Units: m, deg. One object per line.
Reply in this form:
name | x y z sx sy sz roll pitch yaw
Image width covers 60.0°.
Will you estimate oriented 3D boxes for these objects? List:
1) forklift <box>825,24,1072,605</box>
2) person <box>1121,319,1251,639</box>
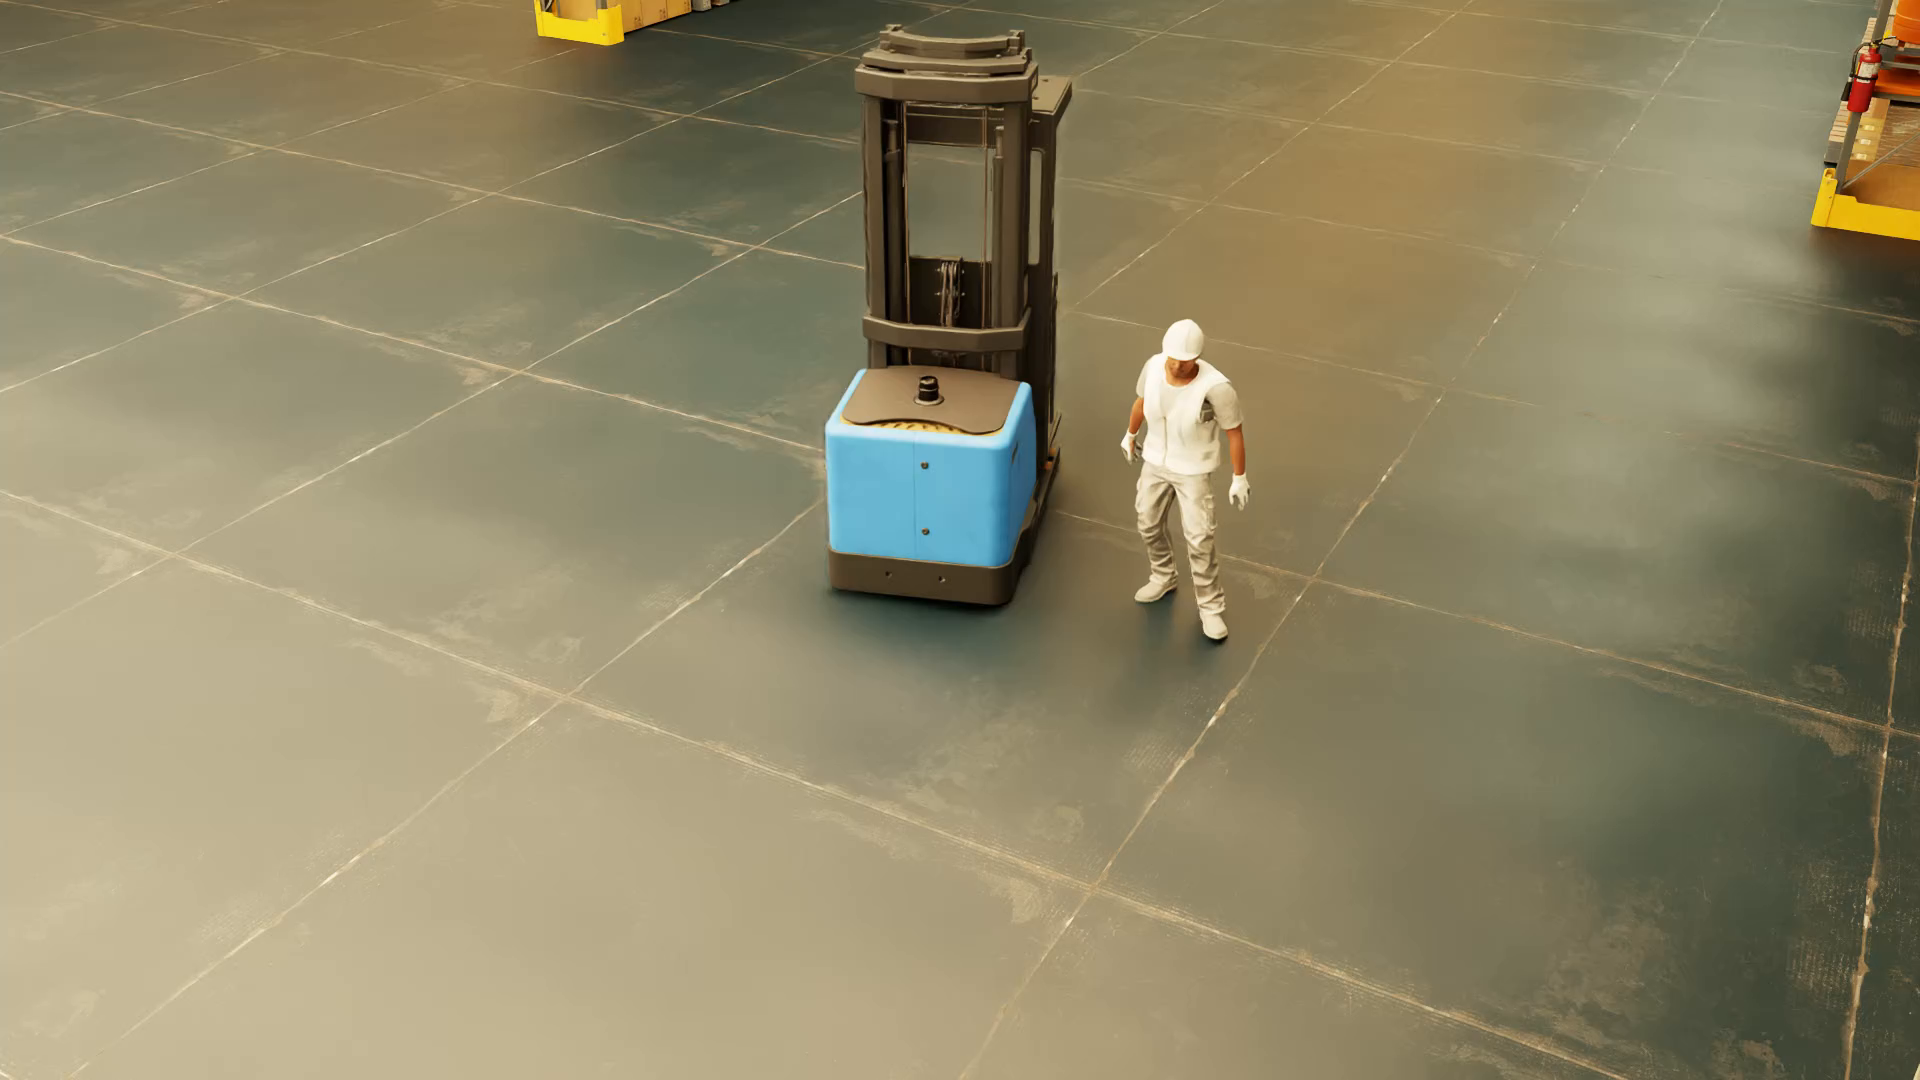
forklift | 0.038 -1.629 9.894 1.130 2.935 3.031 5 30 9
person | 1.174 -0.383 8.928 0.877 1.746 0.440 23 37 34
